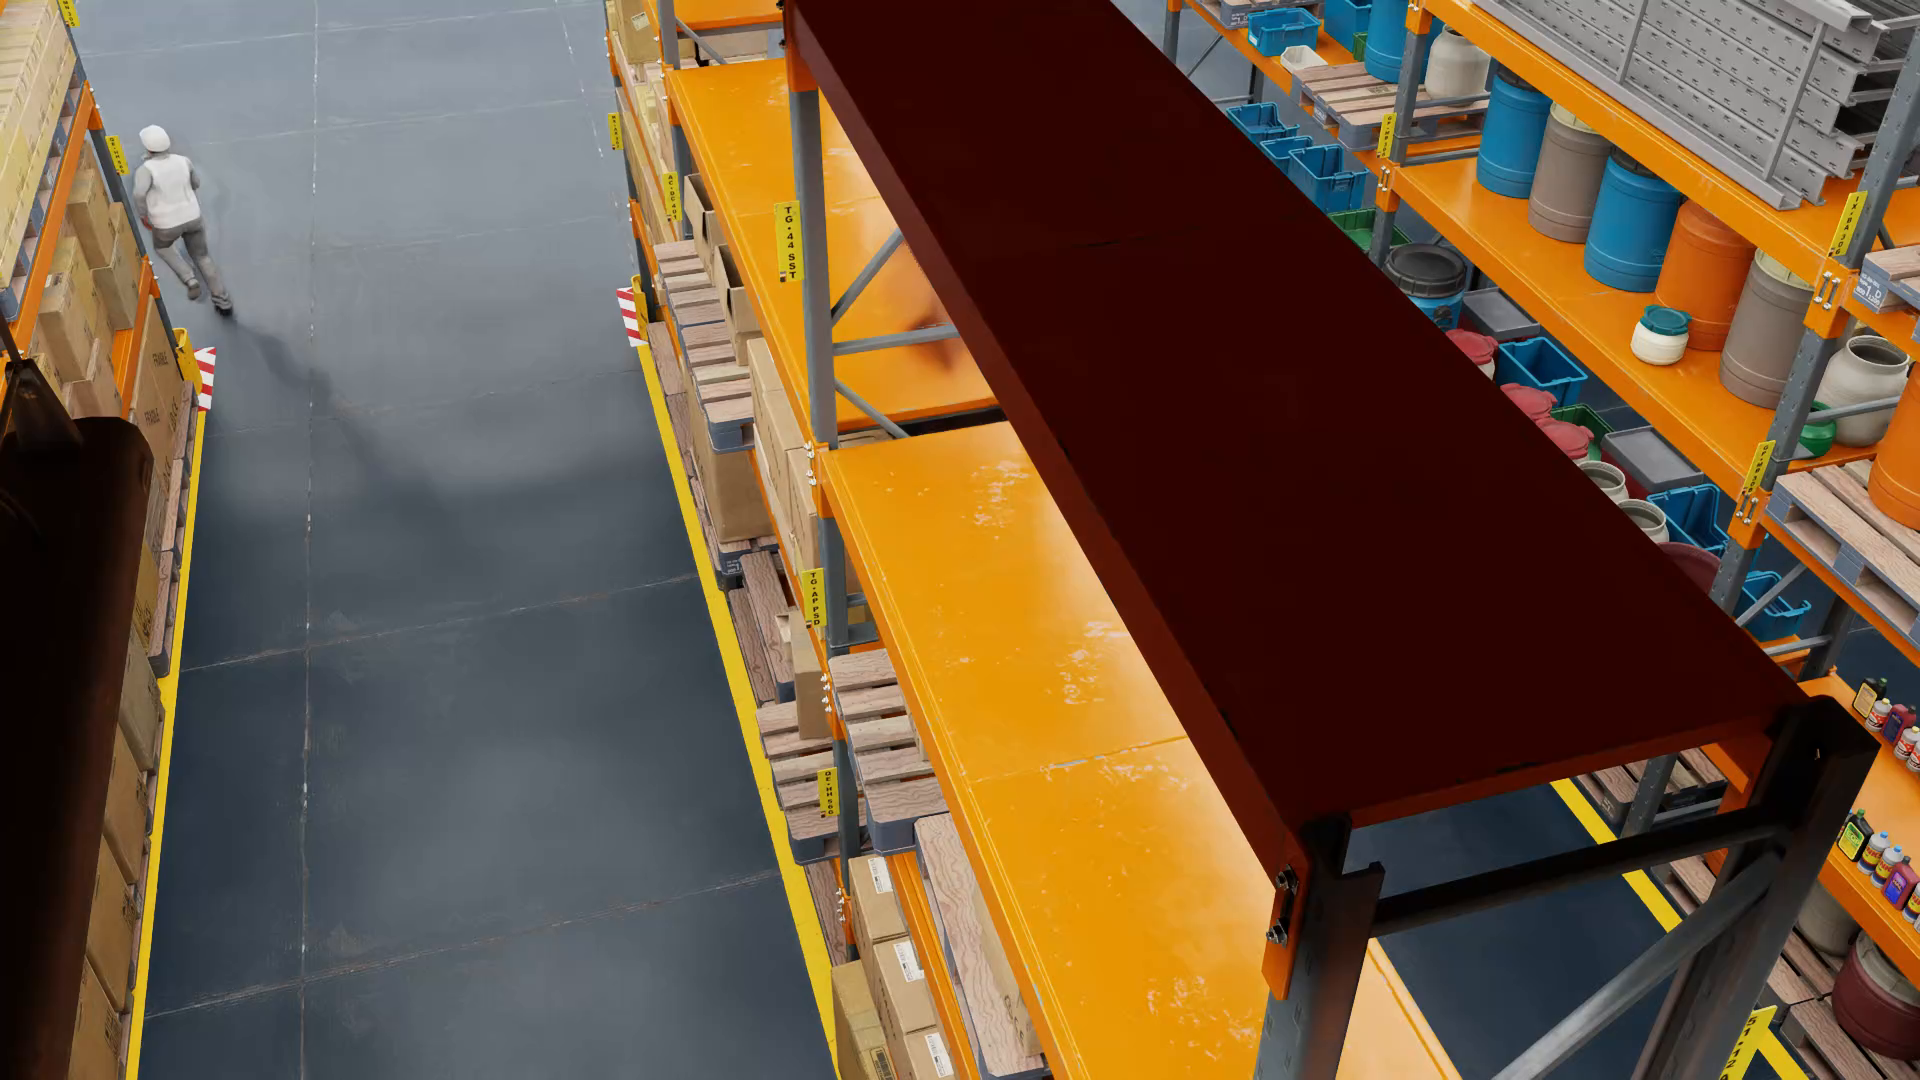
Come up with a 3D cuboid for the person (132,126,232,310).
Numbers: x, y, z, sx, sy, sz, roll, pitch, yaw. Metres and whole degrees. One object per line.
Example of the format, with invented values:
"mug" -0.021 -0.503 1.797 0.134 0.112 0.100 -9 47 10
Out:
"person" -7.144 -2.930 15.101 0.676 1.726 0.800 -31 48 -33
